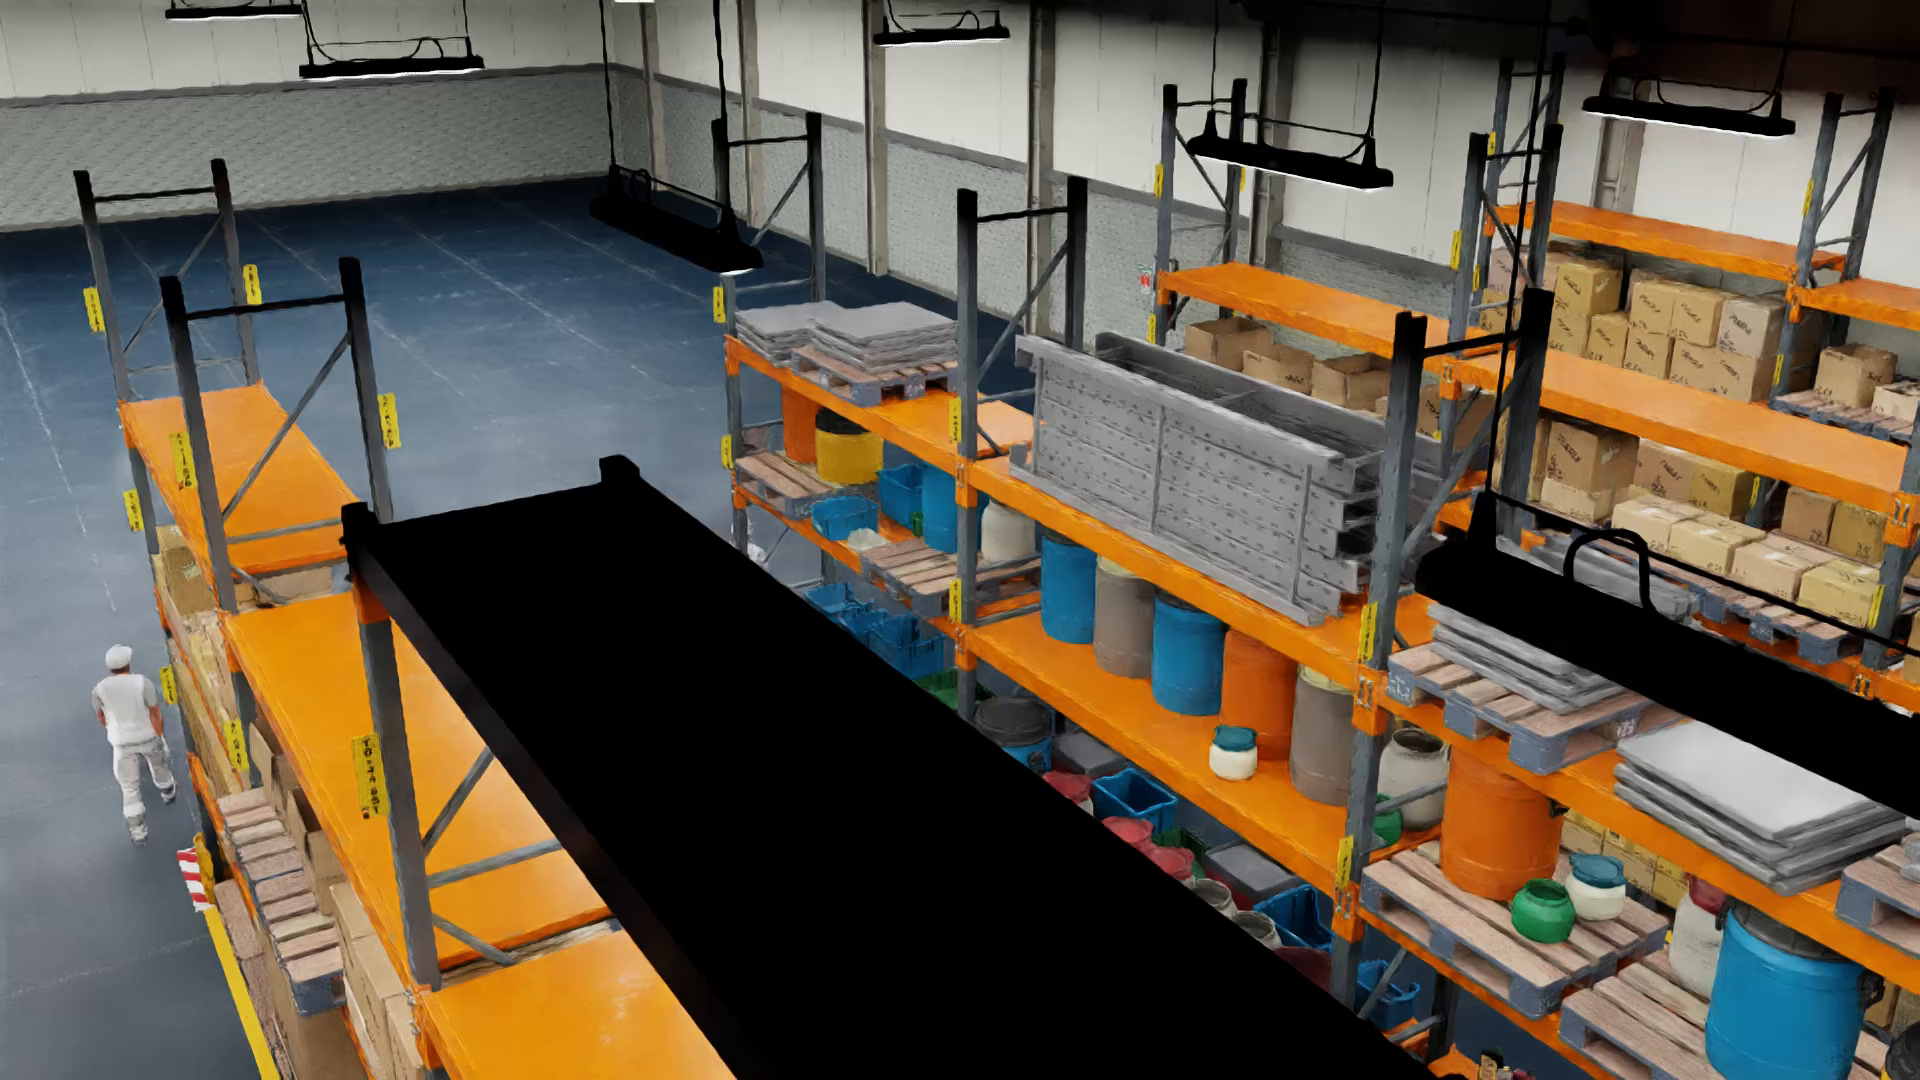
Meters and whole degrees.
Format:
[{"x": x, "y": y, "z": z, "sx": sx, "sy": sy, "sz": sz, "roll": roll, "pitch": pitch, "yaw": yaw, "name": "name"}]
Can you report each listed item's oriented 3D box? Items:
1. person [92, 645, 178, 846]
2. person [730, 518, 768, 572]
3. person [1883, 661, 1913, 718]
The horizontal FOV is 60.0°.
[{"x": -7.330, "y": 1.717, "z": 14.749, "sx": 0.533, "sy": 1.725, "sz": 1.024, "roll": -9, "pitch": 23, "yaw": -21, "name": "person"}, {"x": -2.287, "y": 0.602, "z": 17.599, "sx": 0.563, "sy": 1.722, "sz": 0.955, "roll": -5, "pitch": 22, "yaw": -11, "name": "person"}, {"x": 8.225, "y": 1.838, "z": 14.535, "sx": 0.719, "sy": 1.714, "sz": 0.578, "roll": -14, "pitch": 26, "yaw": -32, "name": "person"}]
